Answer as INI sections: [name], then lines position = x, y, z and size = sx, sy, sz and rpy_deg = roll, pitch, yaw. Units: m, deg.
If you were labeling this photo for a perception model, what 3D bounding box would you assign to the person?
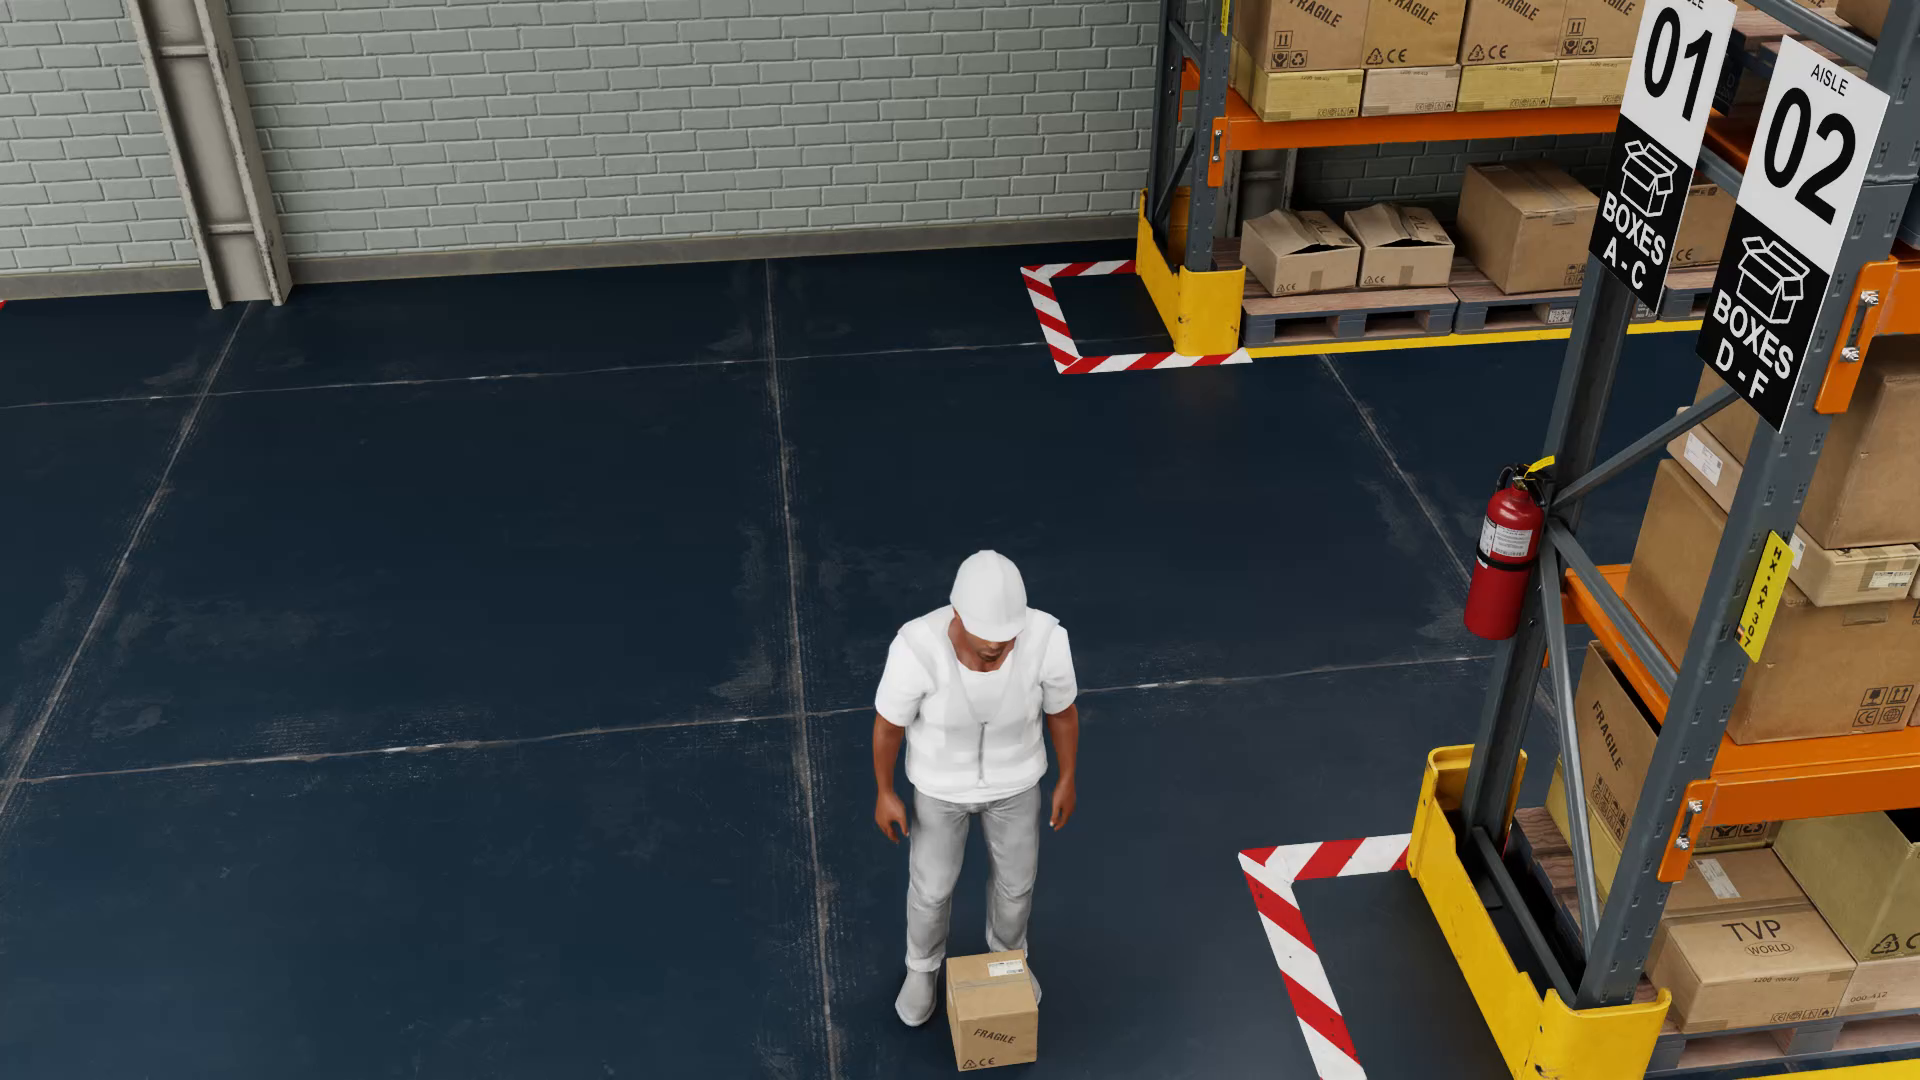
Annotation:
[person]
position = 0.051, 0.746, 5.047
size = 0.628, 1.760, 0.459
rpy_deg = -4, 35, -6
